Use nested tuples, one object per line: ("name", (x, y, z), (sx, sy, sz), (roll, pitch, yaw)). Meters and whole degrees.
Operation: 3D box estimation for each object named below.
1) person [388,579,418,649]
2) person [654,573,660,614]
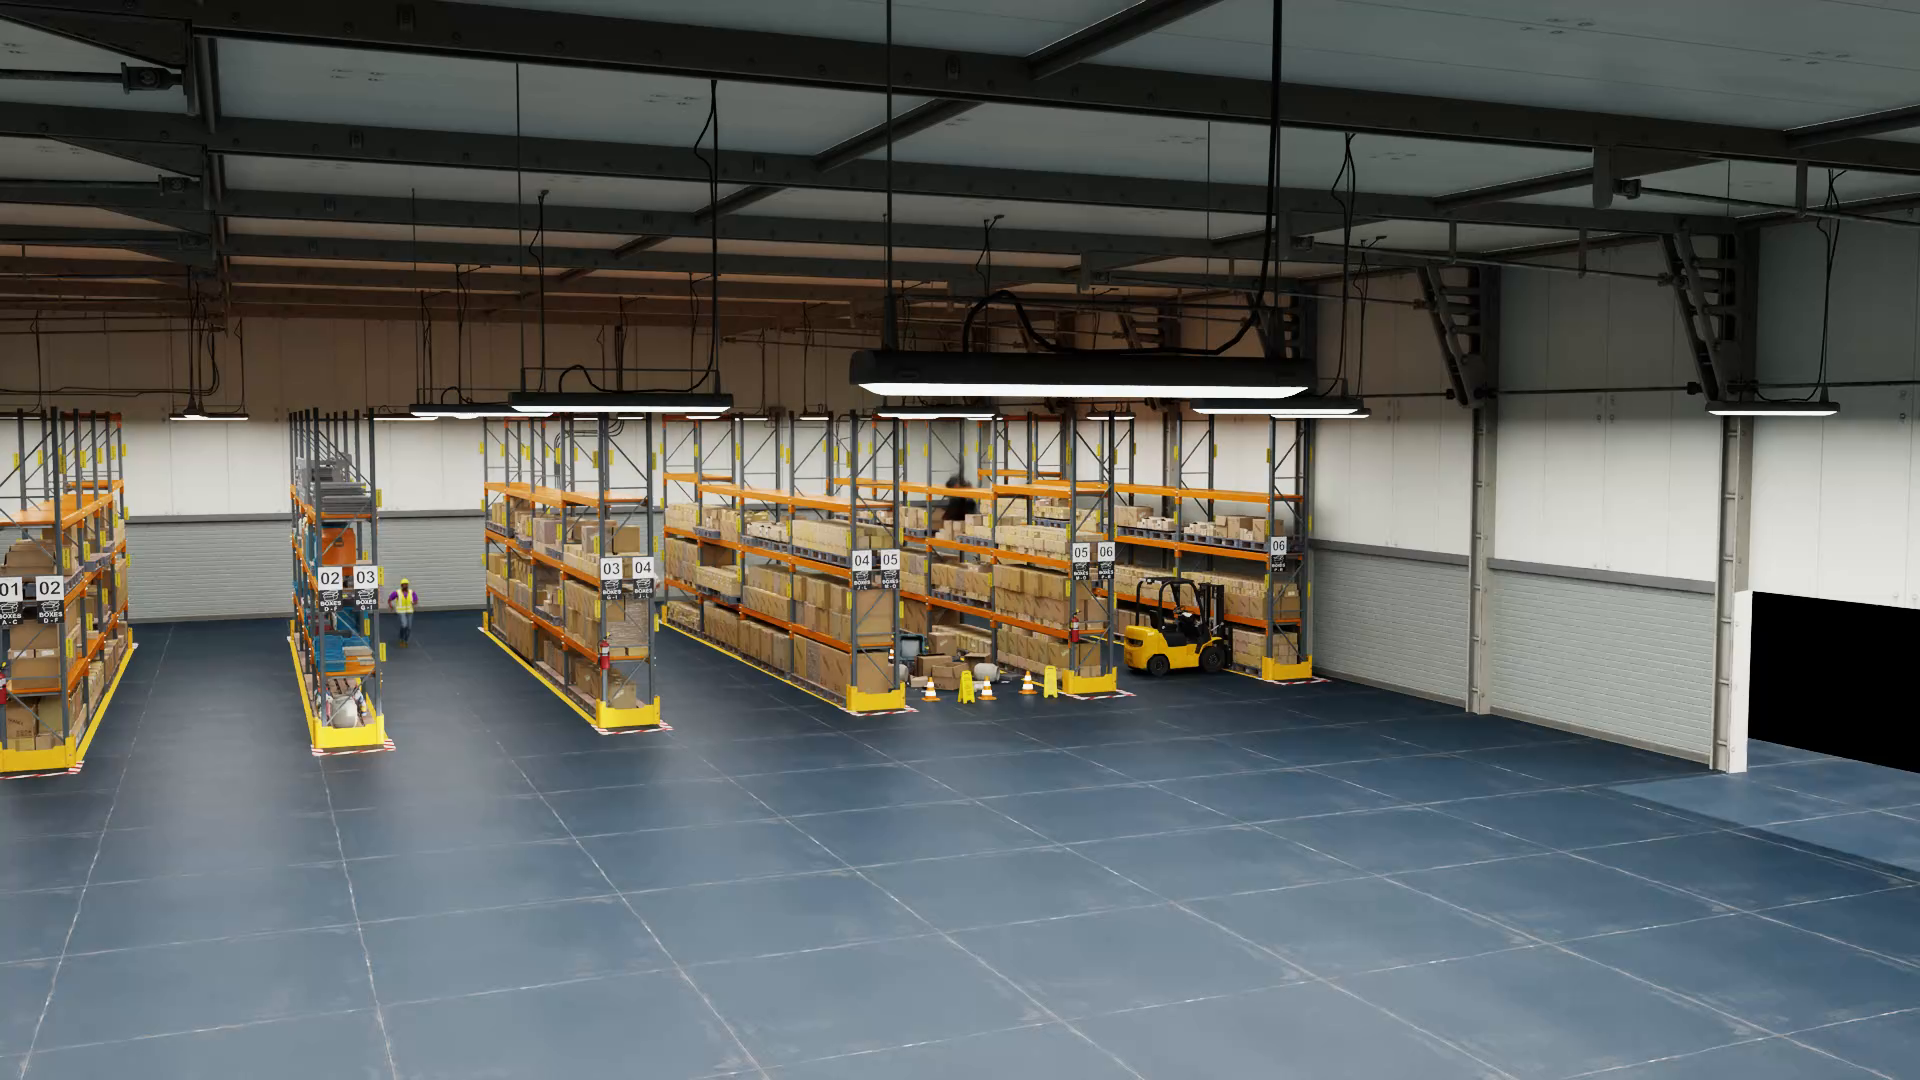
("person", (-14.136, 1.878, 42.364), (0.677, 1.769, 0.699), (-3, 5, -37))
("person", (-9.085, 1.529, 48.478), (0.676, 1.622, 0.480), (4, 6, 45))
